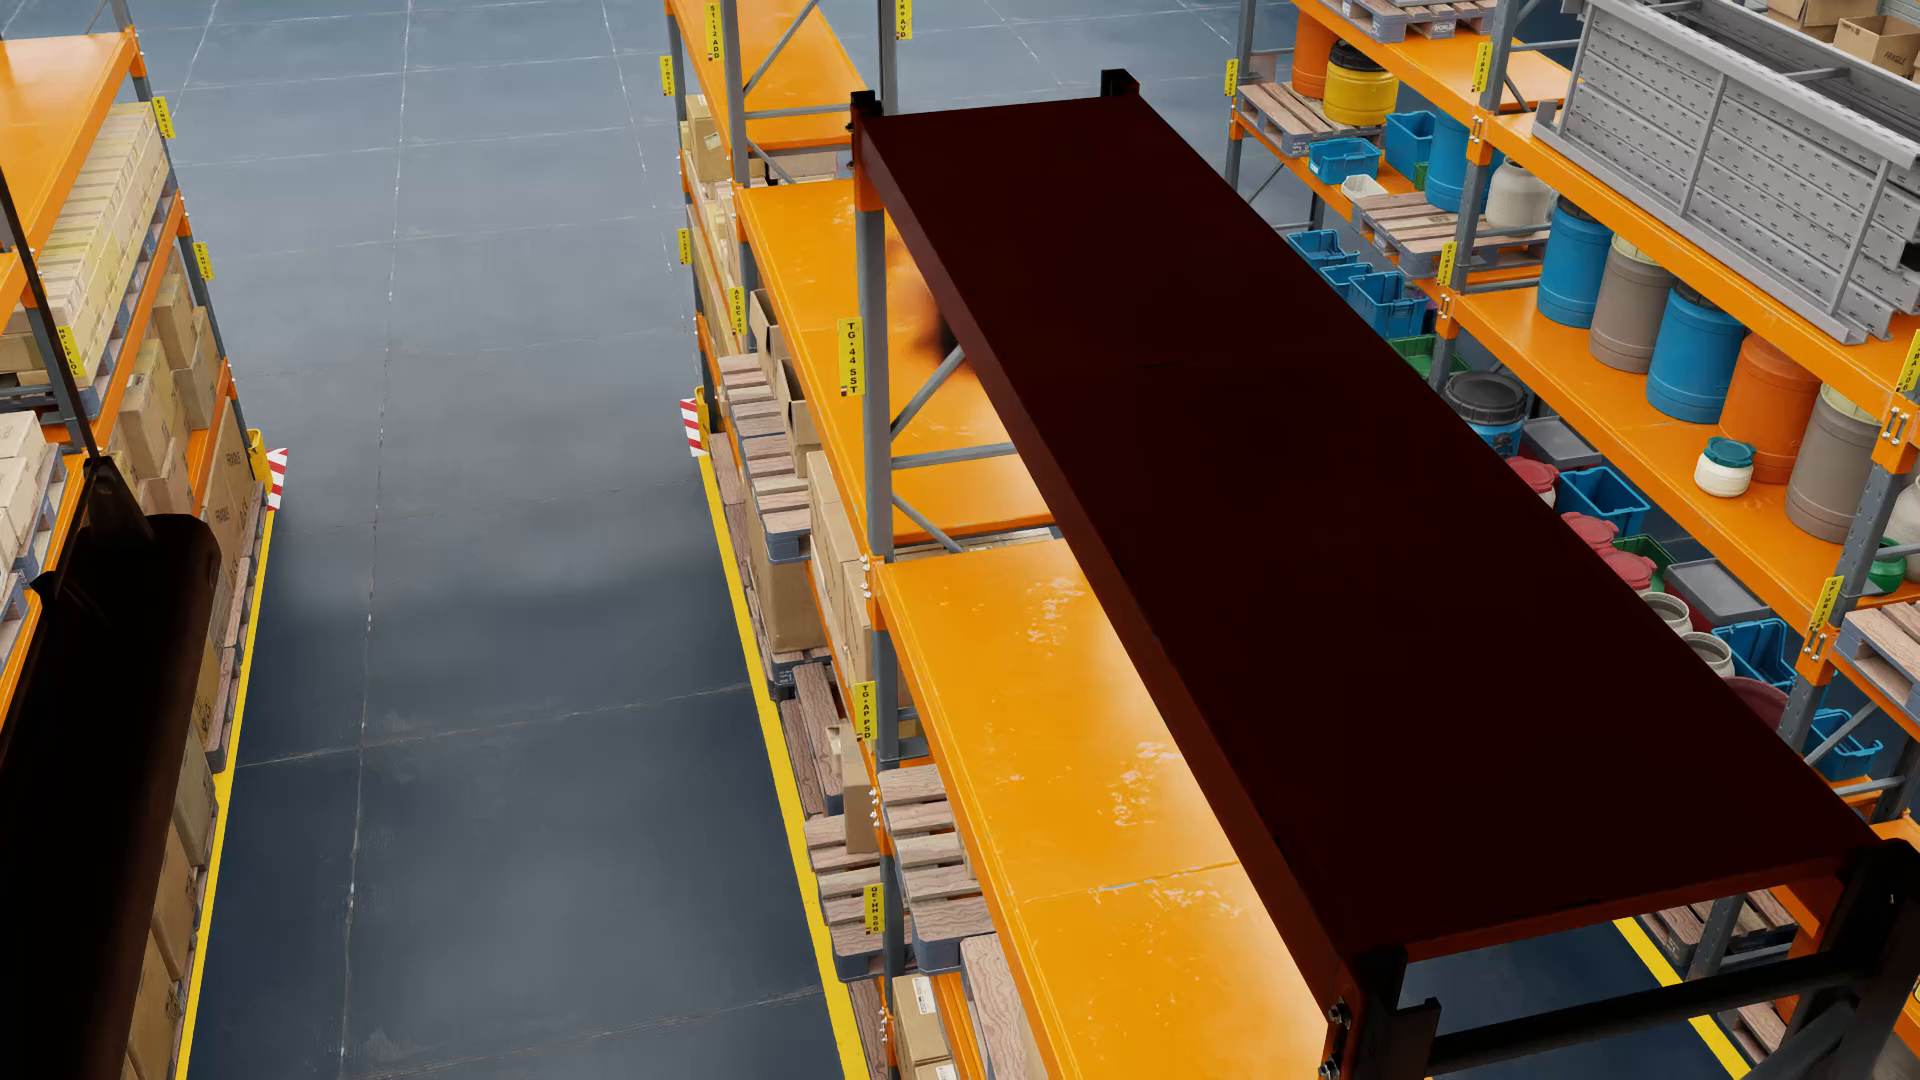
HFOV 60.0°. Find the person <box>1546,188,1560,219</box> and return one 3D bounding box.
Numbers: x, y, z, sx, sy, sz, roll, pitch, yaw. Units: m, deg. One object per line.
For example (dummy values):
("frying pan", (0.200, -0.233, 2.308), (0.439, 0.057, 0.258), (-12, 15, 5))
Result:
("person", (6.631, -3.852, 18.278), (0.675, 1.704, 0.582), (9, 35, 13))

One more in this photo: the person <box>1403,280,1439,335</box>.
("person", (4.520, -2.291, 16.043), (0.525, 1.572, 0.753), (-23, 41, -30))
